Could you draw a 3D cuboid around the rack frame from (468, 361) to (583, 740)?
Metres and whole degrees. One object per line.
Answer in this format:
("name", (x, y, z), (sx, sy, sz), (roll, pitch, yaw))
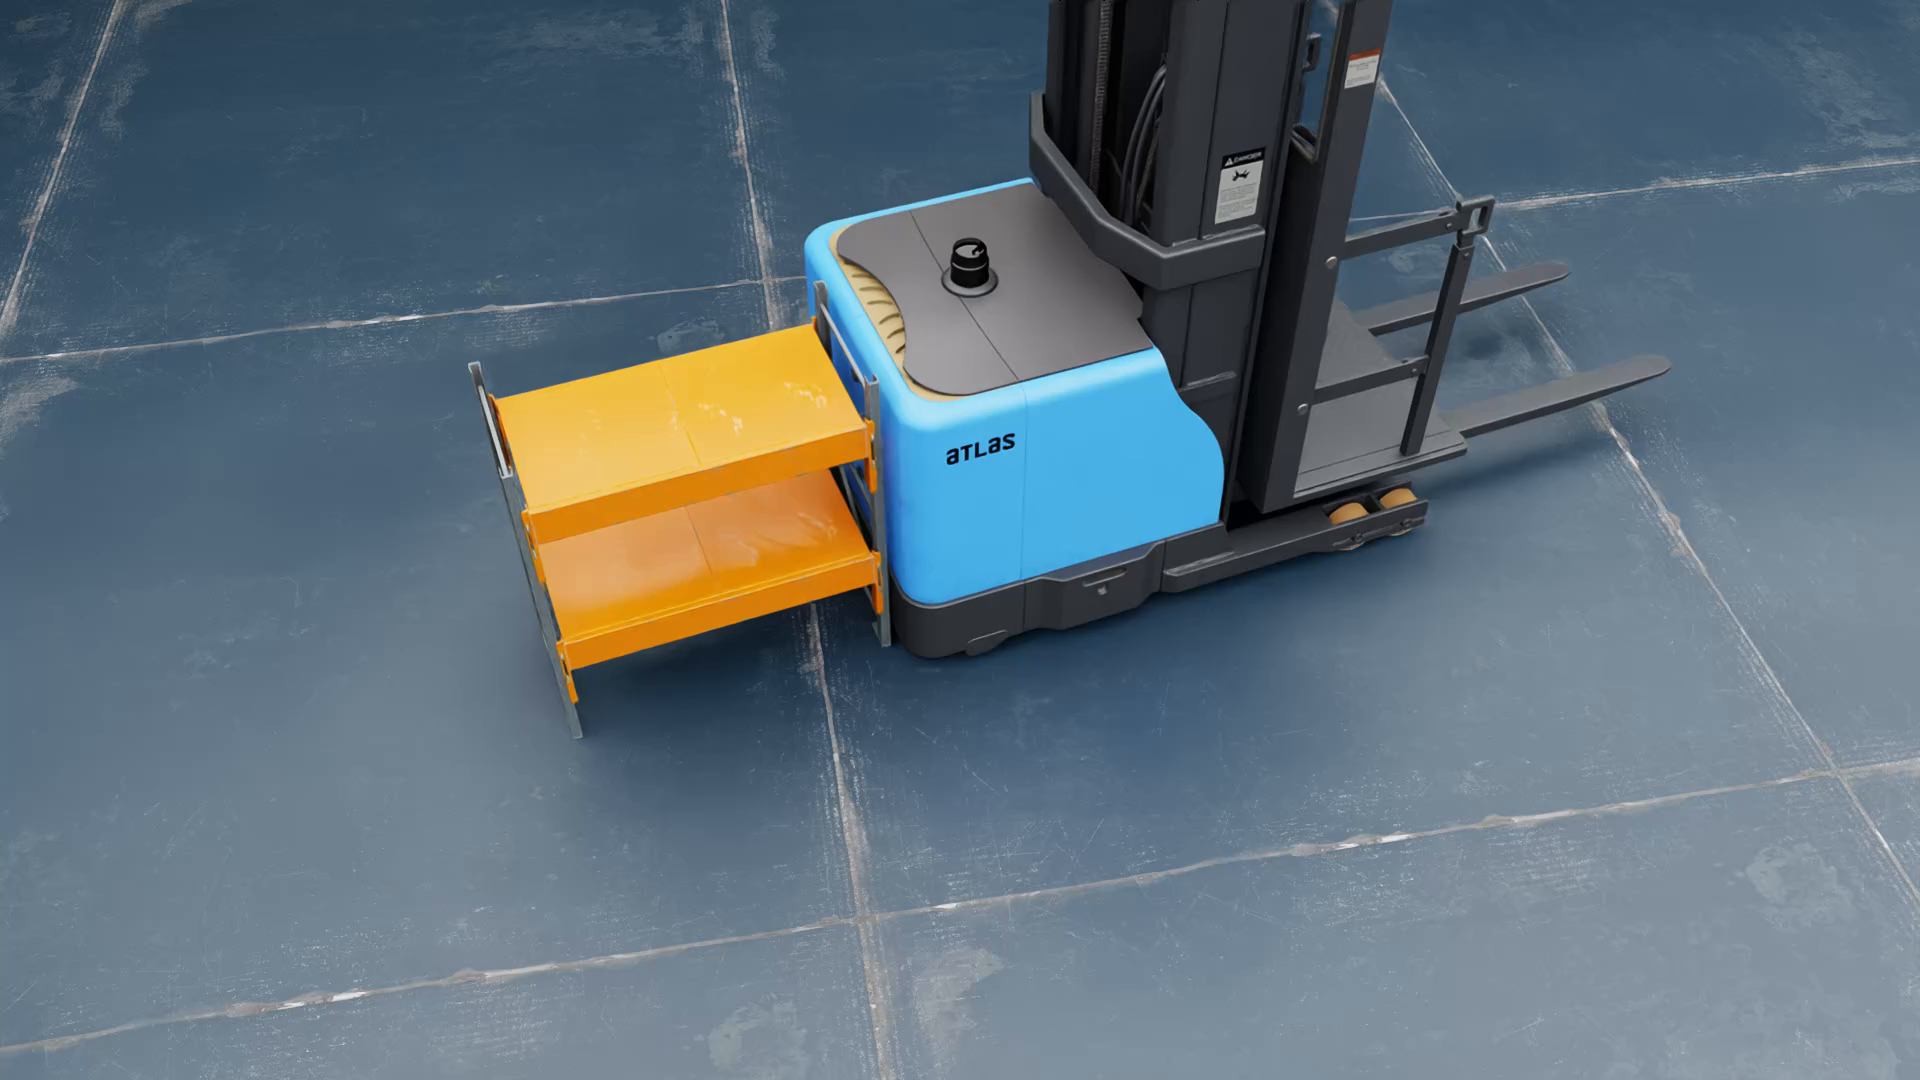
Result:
("rack frame", (-1.275, 0.059, 4.912), (0.032, 1.125, 0.500), (-16, 48, -15))

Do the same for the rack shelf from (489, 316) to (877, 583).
("rack shelf", (-0.802, -0.279, 4.831), (1.000, 0.278, 0.538), (-16, 48, -15))

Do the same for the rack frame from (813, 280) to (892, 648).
("rack frame", (-0.329, -0.210, 5.171), (0.032, 1.125, 0.500), (-16, 48, -15))

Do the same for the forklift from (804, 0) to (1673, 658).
("forklift", (1.067, -1.320, 4.987), (3.031, 2.935, 1.130), (-16, 48, -15))

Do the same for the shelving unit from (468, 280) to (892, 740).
("shelving unit", (-0.802, -0.076, 5.042), (1.048, 1.125, 0.538), (-16, 48, -15))

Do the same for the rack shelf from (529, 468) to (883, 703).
("rack shelf", (-0.802, 0.094, 5.218), (1.000, 0.278, 0.538), (-16, 48, -15))
